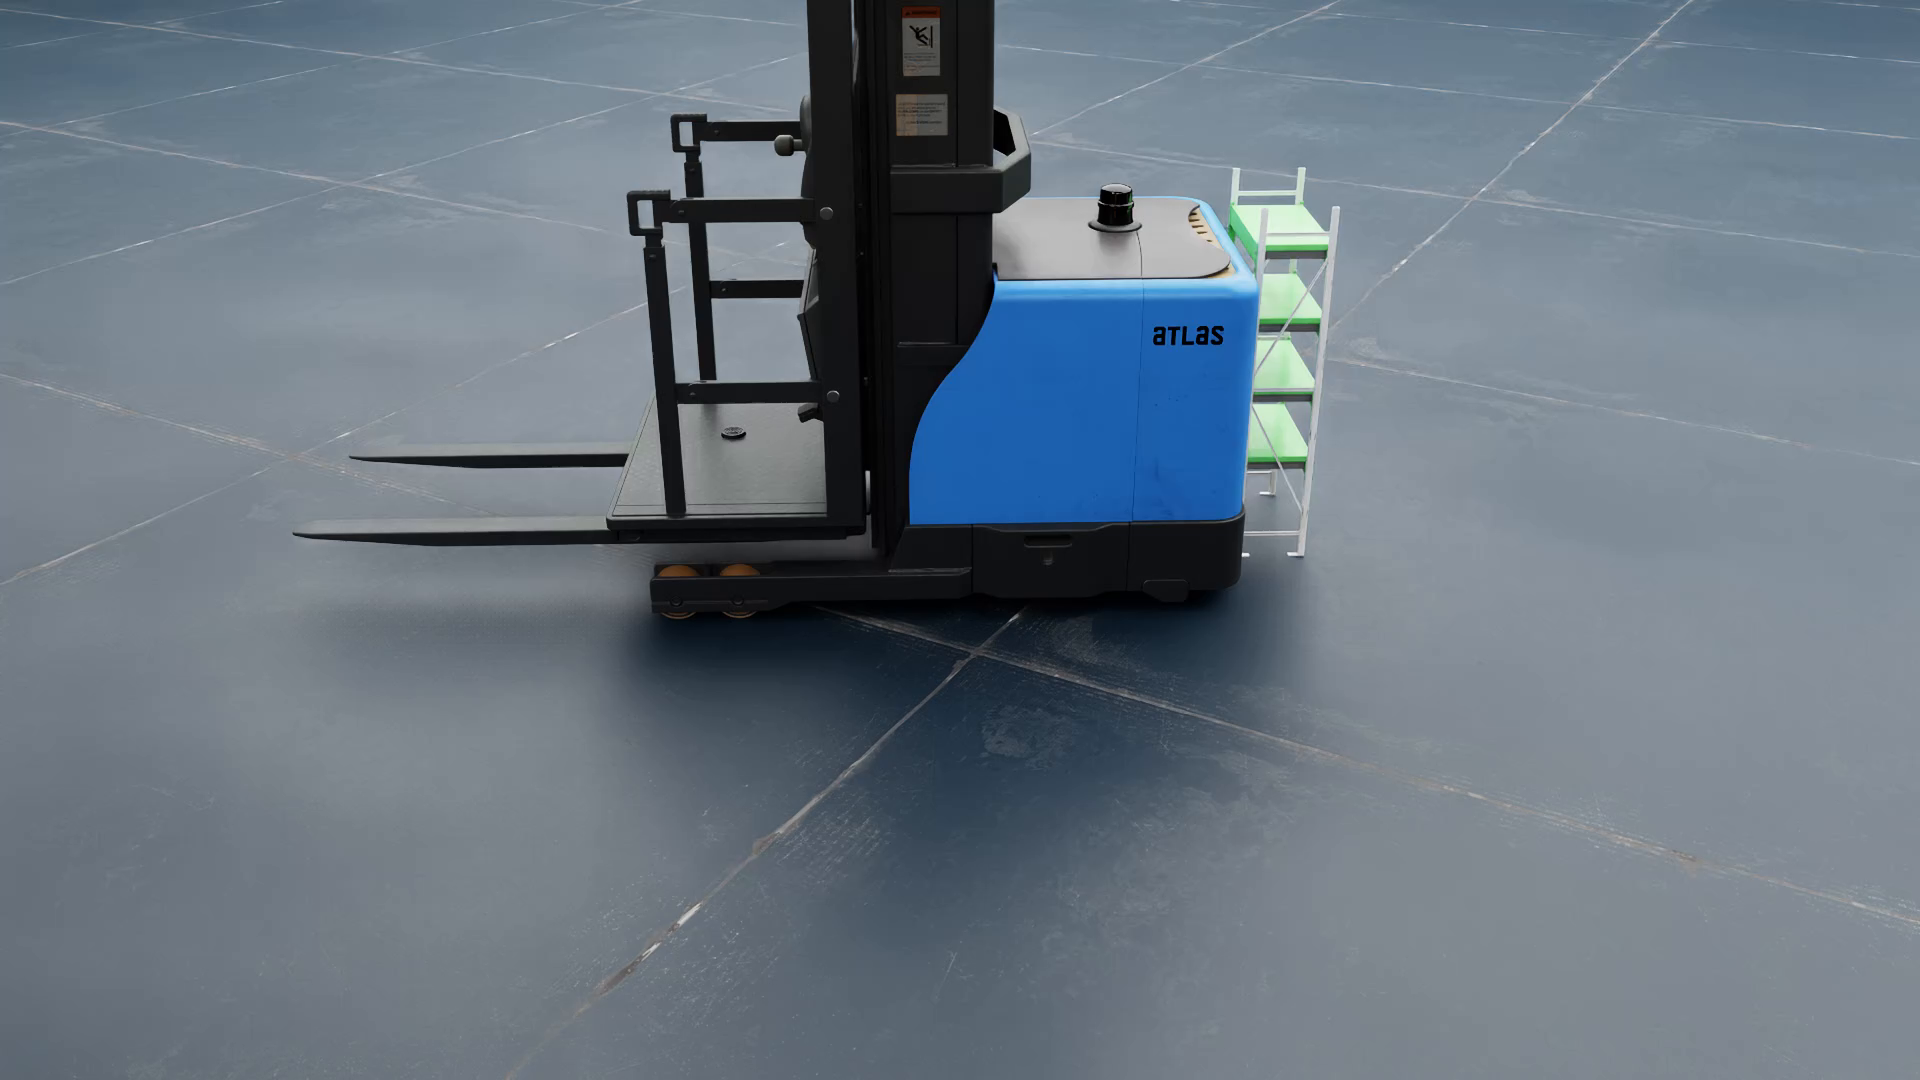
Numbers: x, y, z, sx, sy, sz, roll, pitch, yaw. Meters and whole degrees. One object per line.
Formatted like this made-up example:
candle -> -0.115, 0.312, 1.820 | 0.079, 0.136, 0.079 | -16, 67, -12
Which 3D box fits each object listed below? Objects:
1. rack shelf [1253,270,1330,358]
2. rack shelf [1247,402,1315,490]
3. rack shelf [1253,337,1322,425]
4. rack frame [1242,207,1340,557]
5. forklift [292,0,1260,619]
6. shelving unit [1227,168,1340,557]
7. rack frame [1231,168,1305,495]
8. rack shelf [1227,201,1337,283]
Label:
rack shelf -> 1.039, -0.750, 5.515 | 0.258, 0.148, 0.480 | -1, 27, -2
rack shelf -> 1.039, -0.321, 5.730 | 0.258, 0.148, 0.480 | -1, 27, -2
rack shelf -> 1.039, -0.536, 5.623 | 0.258, 0.148, 0.480 | -1, 27, -2
rack frame -> 1.046, -0.484, 5.376 | 0.240, 1.200, 0.015 | -1, 27, -2
forklift -> -0.625, -1.302, 5.077 | 3.031, 2.935, 1.130 | -1, 27, -2
shelving unit -> 1.039, -0.593, 5.594 | 0.258, 1.200, 0.503 | -1, 27, -2
rack frame -> 1.031, -0.702, 5.812 | 0.240, 1.200, 0.015 | -1, 27, -2
rack shelf -> 1.039, -0.965, 5.408 | 0.258, 0.148, 0.480 | -1, 27, -2
